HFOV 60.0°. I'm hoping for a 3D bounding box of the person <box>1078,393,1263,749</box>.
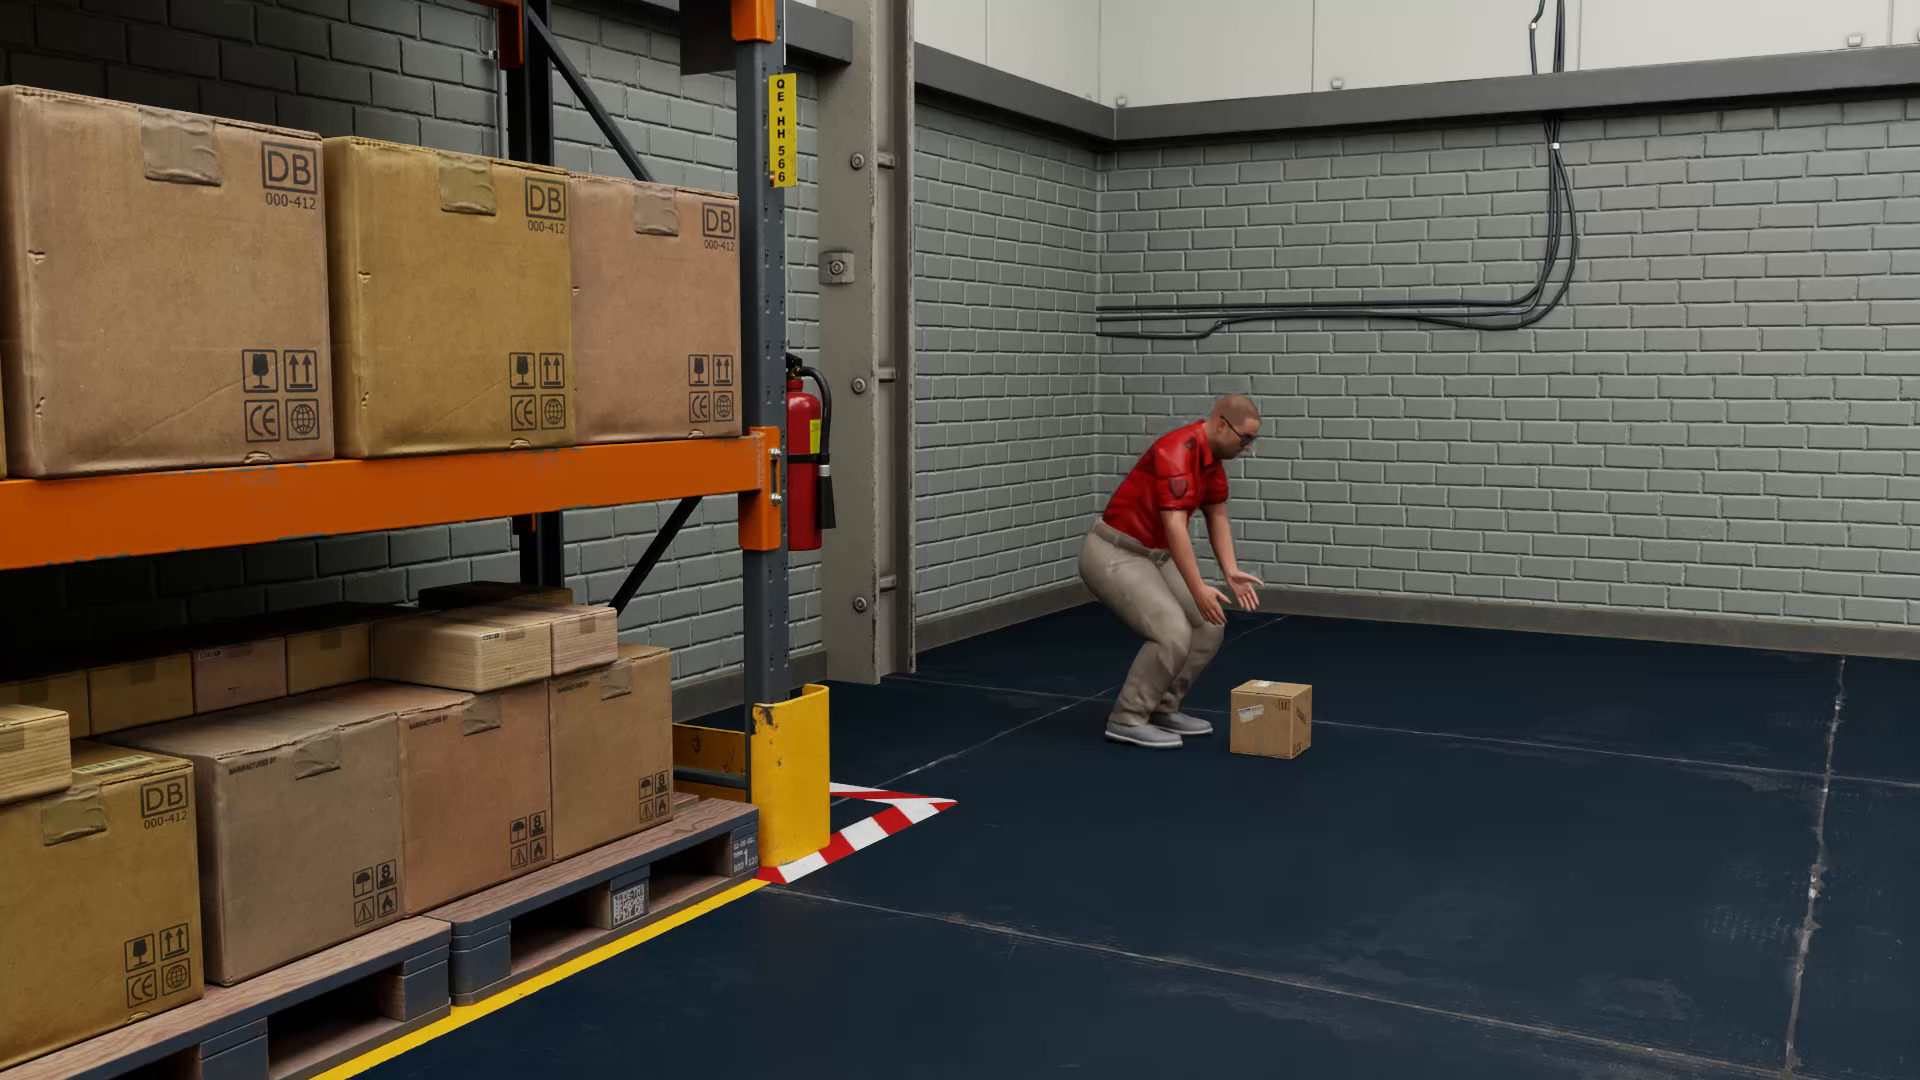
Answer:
[{"bbox_3d":[0.859,0.110,6.742,0.707,1.409,0.590,3,7,29],"label":"person"}]
